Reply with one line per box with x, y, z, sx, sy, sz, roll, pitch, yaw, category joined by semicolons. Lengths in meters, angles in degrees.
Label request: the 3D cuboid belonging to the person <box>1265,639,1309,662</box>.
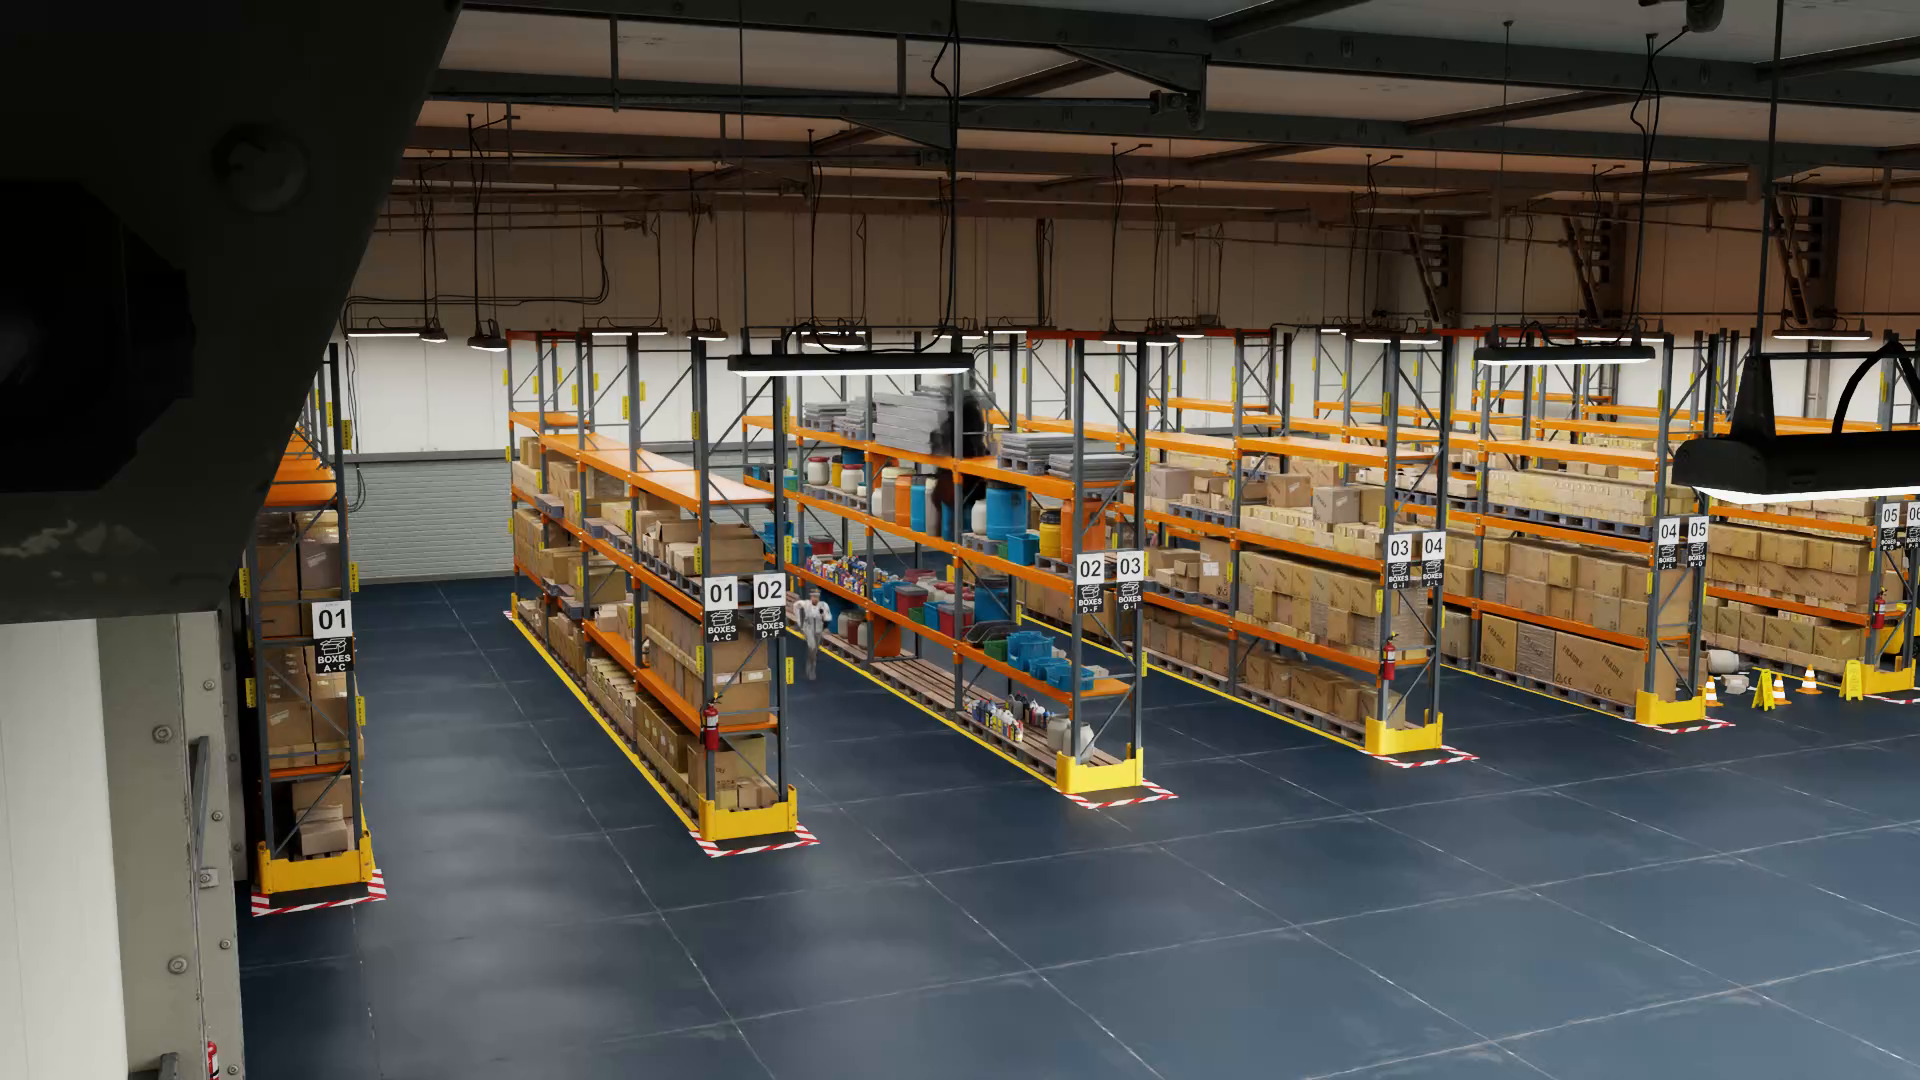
6.076;1.358;30.641;0.744;1.714;1.057;-7;10;-42;person

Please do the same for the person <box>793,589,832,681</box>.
-2.511;1.563;28.325;0.603;1.590;0.903;-3;8;-20;person

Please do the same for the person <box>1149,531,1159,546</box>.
5.001;-0.123;41.627;0.566;1.632;0.579;-4;9;-28;person
